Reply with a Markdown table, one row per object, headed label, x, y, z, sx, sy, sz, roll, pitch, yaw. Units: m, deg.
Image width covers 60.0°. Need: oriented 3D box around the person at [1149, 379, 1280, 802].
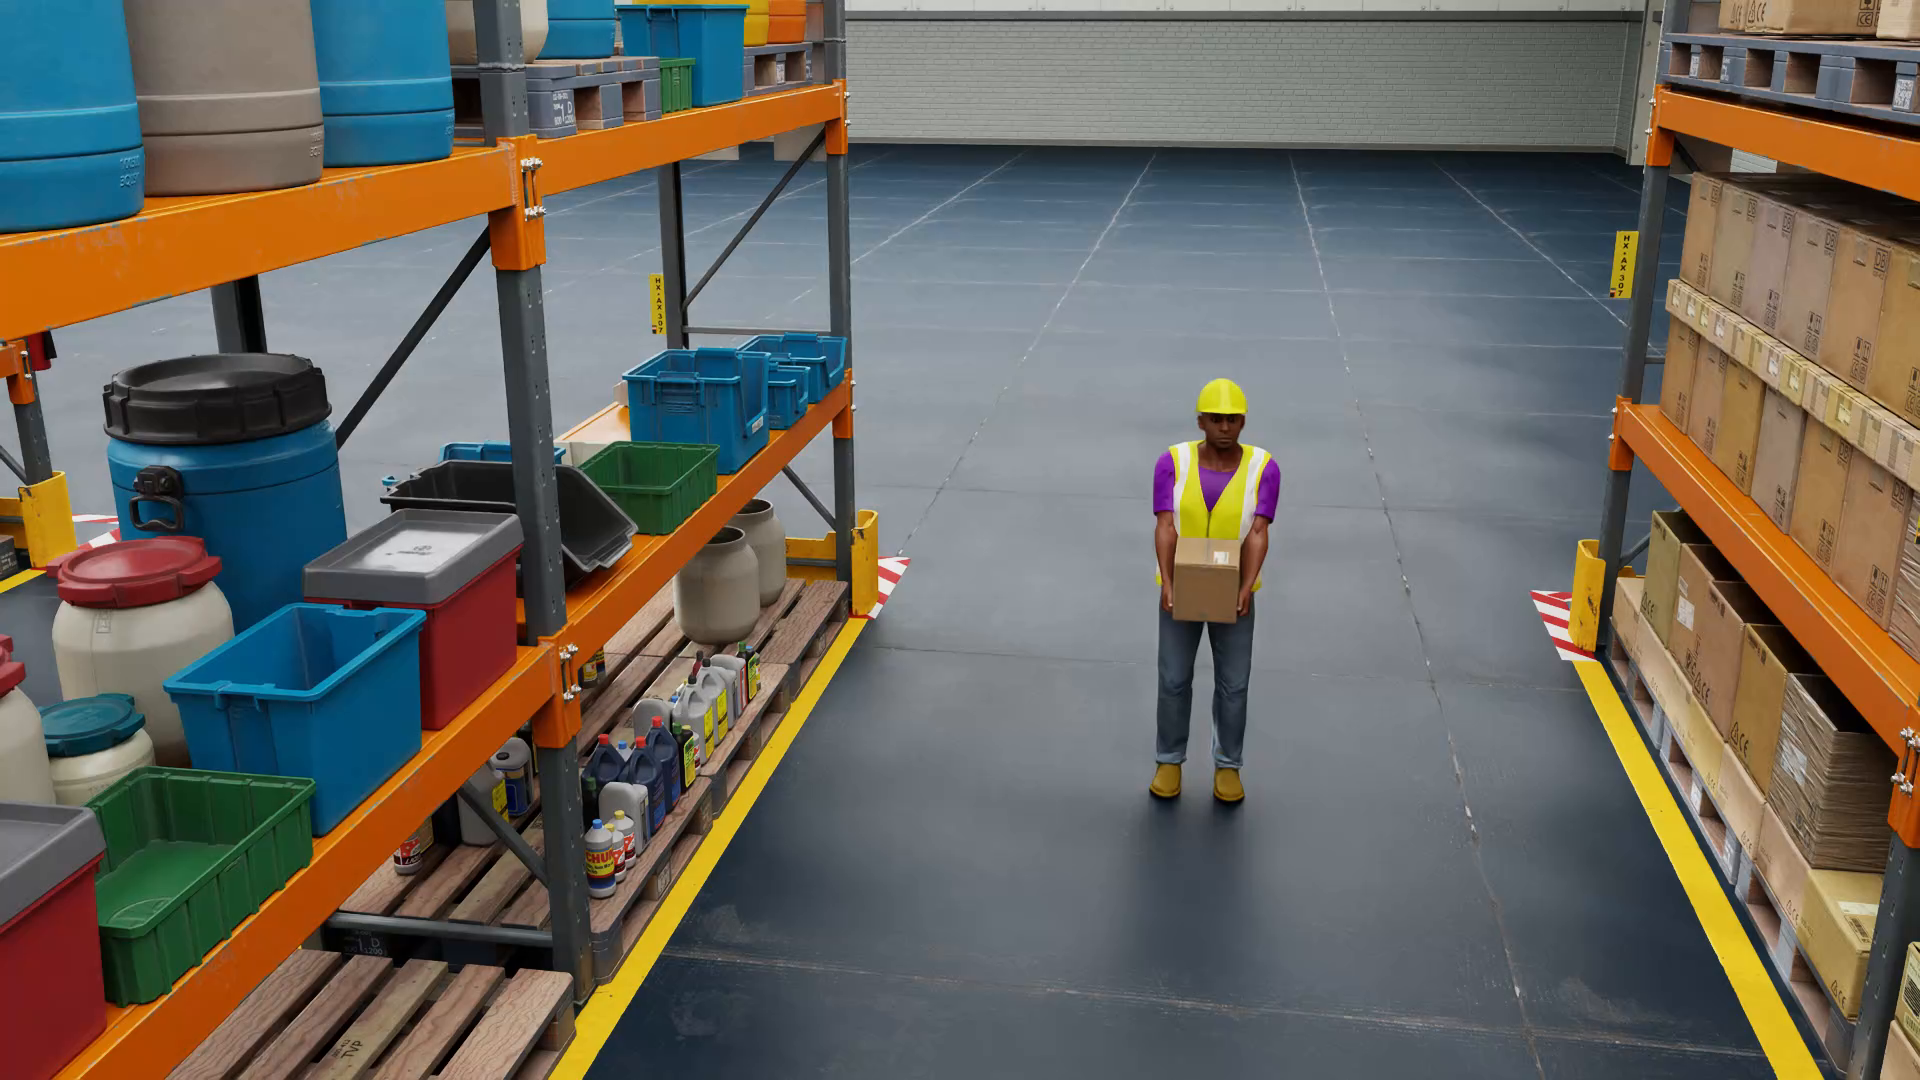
| label | x | y | z | sx | sy | sz | roll | pitch | yaw |
| --- | --- | --- | --- | --- | --- | --- | --- | --- | --- |
| person | 1.019 | 0.240 | 6.770 | 0.505 | 1.762 | 0.569 | 3 | 18 | 10 |
